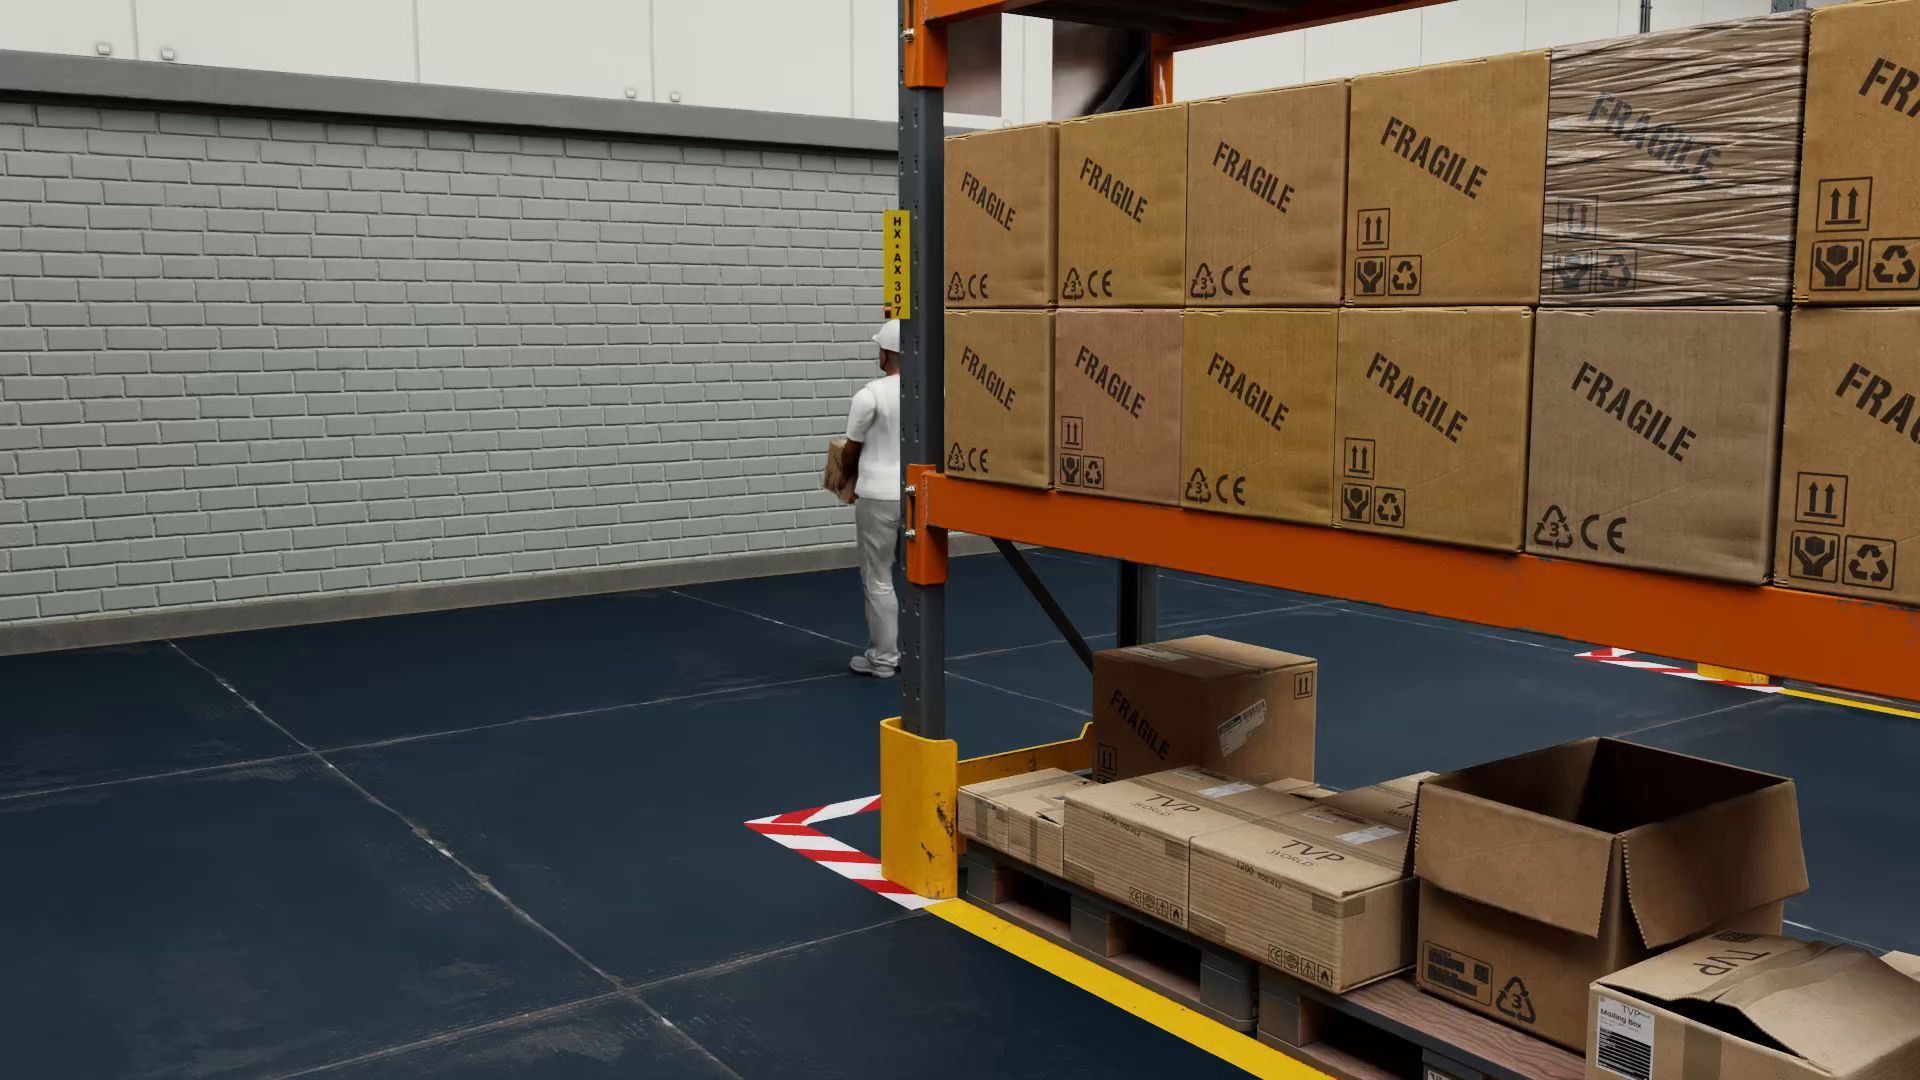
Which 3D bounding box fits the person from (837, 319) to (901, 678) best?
[{"bbox_3d":[-0.365,-0.217,8.303,0.516,1.770,0.571,-5,9,-32],"label":"person"}]
